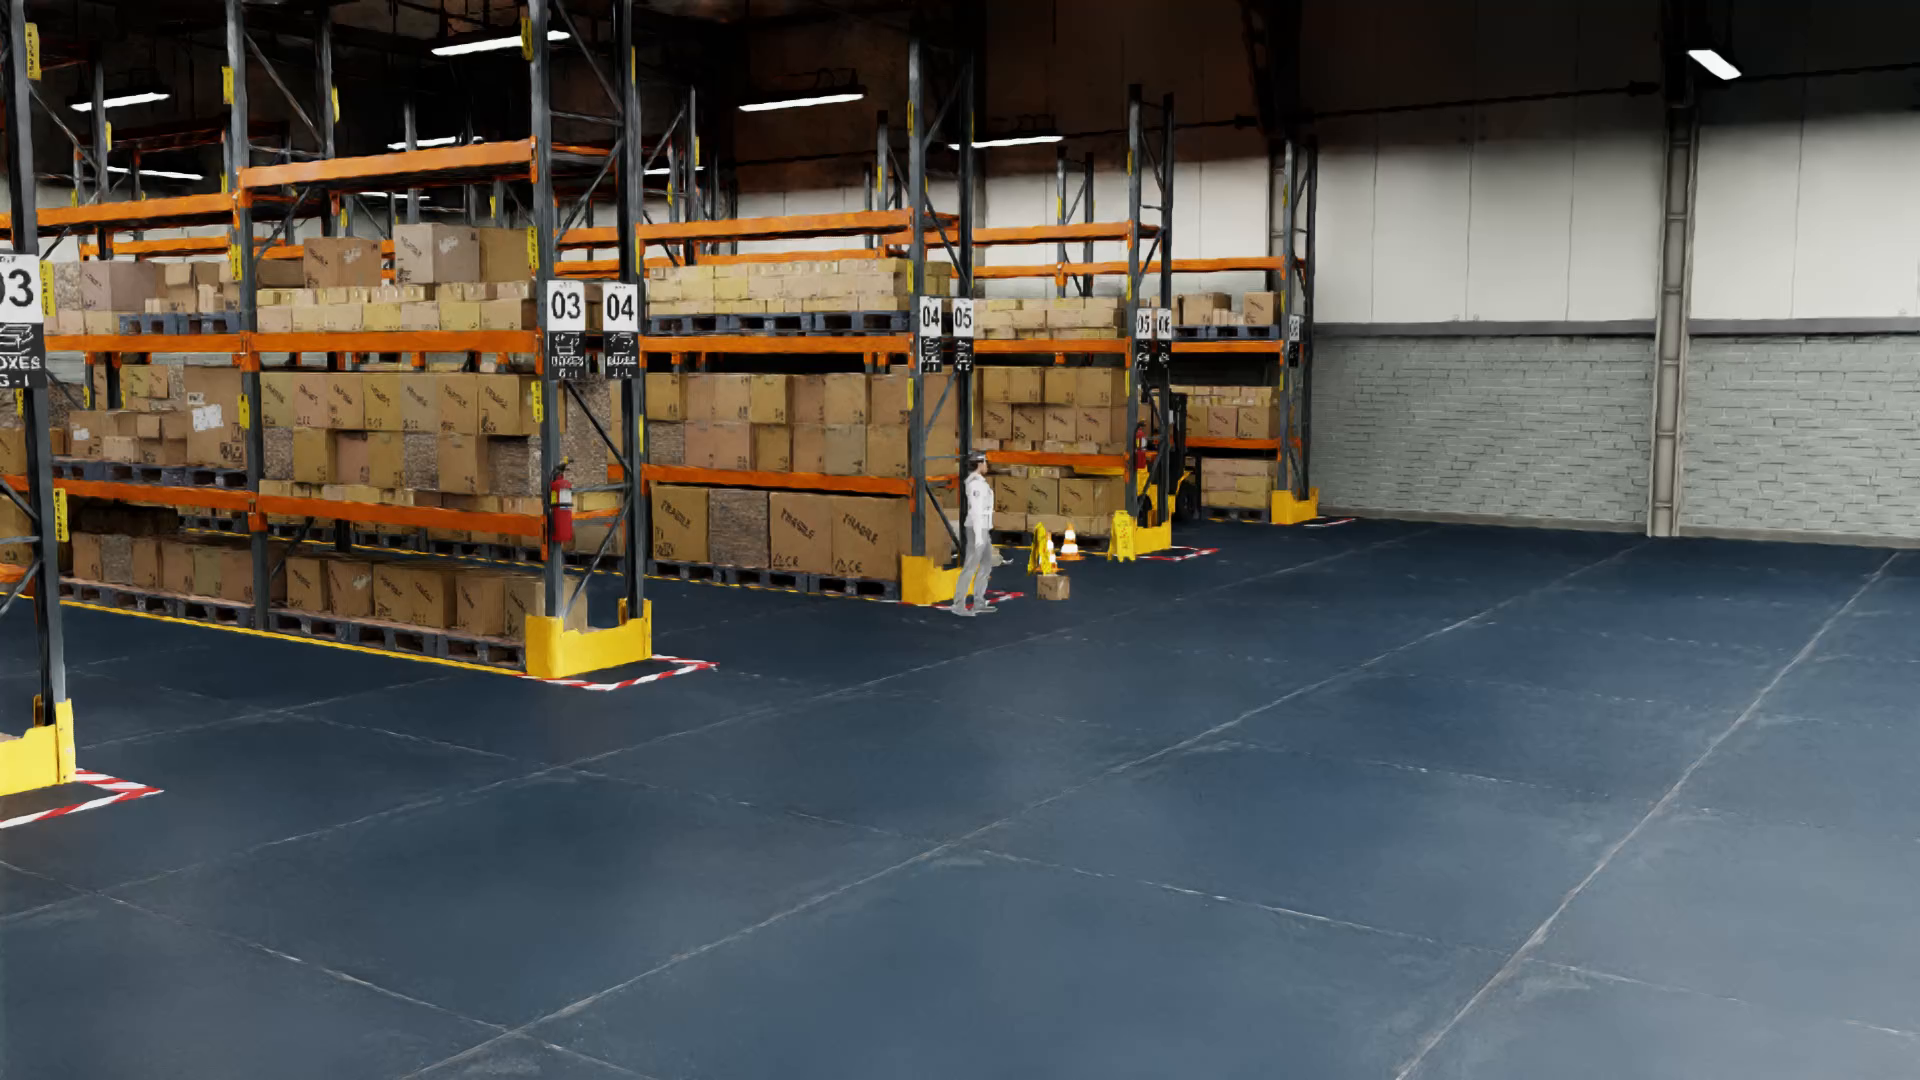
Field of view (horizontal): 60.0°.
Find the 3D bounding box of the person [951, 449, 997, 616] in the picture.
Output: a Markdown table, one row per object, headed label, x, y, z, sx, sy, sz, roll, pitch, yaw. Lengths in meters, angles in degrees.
| label | x | y | z | sx | sy | sz | roll | pitch | yaw |
| --- | --- | --- | --- | --- | --- | --- | --- | --- | --- |
| person | 0.145 | -0.072 | 16.653 | 0.478 | 1.664 | 0.596 | 0 | 6 | -3 |
